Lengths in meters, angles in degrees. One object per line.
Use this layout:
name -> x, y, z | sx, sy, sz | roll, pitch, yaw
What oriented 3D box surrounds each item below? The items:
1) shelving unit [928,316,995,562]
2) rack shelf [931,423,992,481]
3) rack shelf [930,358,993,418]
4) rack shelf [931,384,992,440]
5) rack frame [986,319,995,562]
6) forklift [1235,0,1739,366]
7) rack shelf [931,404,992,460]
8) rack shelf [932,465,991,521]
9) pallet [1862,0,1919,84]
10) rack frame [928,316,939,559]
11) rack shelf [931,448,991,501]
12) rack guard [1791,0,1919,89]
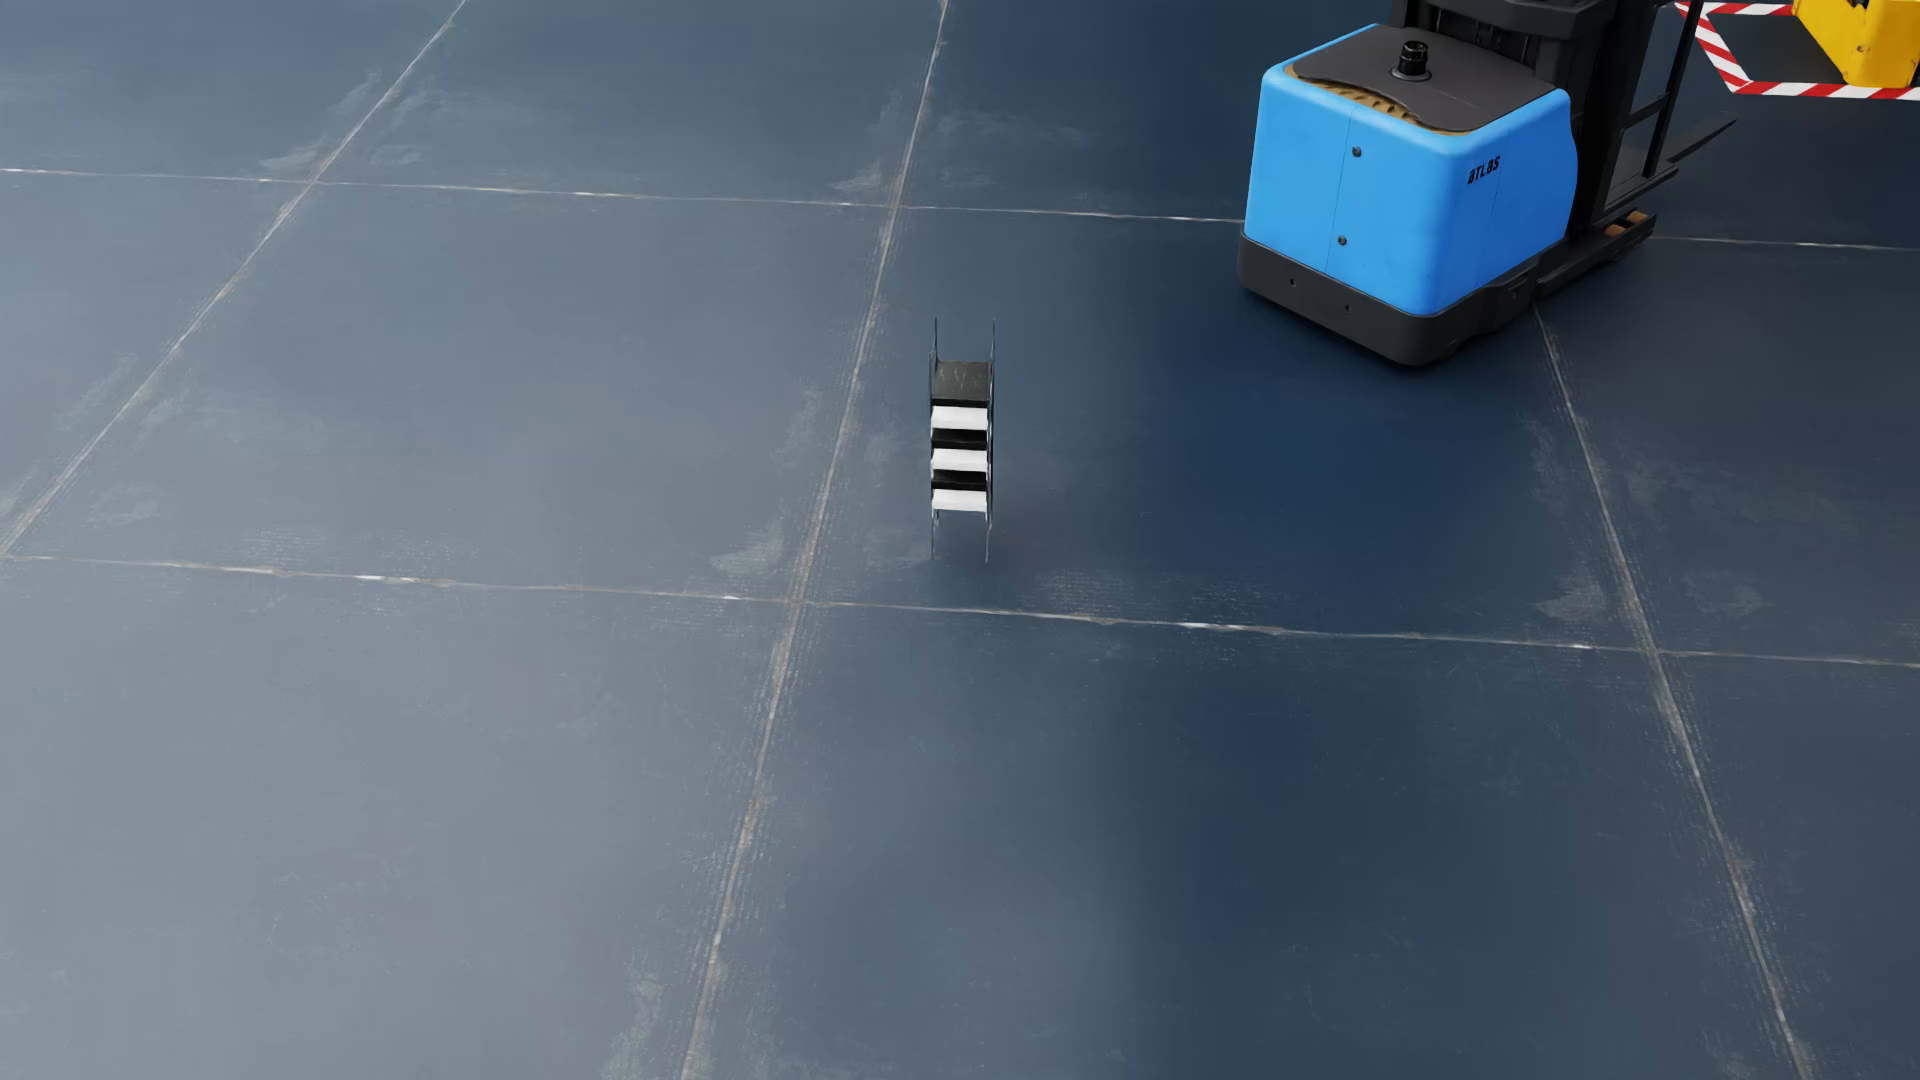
shelving unit -> 0.008, -0.349, 5.965 | 0.210, 0.900, 0.258 | 3, 39, 4
rack shelf -> 0.008, -0.323, 5.986 | 0.200, 0.077, 0.258 | 3, 39, 4
rack shelf -> 0.008, -0.532, 5.816 | 0.200, 0.077, 0.258 | 3, 39, 4
rack shelf -> 0.008, -0.462, 5.873 | 0.200, 0.077, 0.258 | 3, 39, 4
rack frame -> 0.109, -0.343, 5.959 | 0.006, 0.900, 0.240 | 3, 39, 4
forklift -> 2.687, -2.678, 7.218 | 3.031, 2.935, 1.130 | -30, 48, -31
rack shelf -> 0.008, -0.393, 5.930 | 0.200, 0.077, 0.258 | 3, 39, 4
rack shelf -> 0.008, -0.183, 6.100 | 0.200, 0.077, 0.258 | 3, 39, 4
pallet -> 6.060, -2.953, 9.711 | 1.213, 0.211, 1.003 | 3, 39, 4
rack frame -> -0.093, -0.354, 5.972 | 0.006, 0.900, 0.240 | 3, 39, 4
rack shelf -> 0.008, -0.253, 6.043 | 0.200, 0.077, 0.258 | 3, 39, 4
rack guard -> 5.252, -3.113, 9.679 | 0.348, 0.500, 1.175 | 3, 39, 4
